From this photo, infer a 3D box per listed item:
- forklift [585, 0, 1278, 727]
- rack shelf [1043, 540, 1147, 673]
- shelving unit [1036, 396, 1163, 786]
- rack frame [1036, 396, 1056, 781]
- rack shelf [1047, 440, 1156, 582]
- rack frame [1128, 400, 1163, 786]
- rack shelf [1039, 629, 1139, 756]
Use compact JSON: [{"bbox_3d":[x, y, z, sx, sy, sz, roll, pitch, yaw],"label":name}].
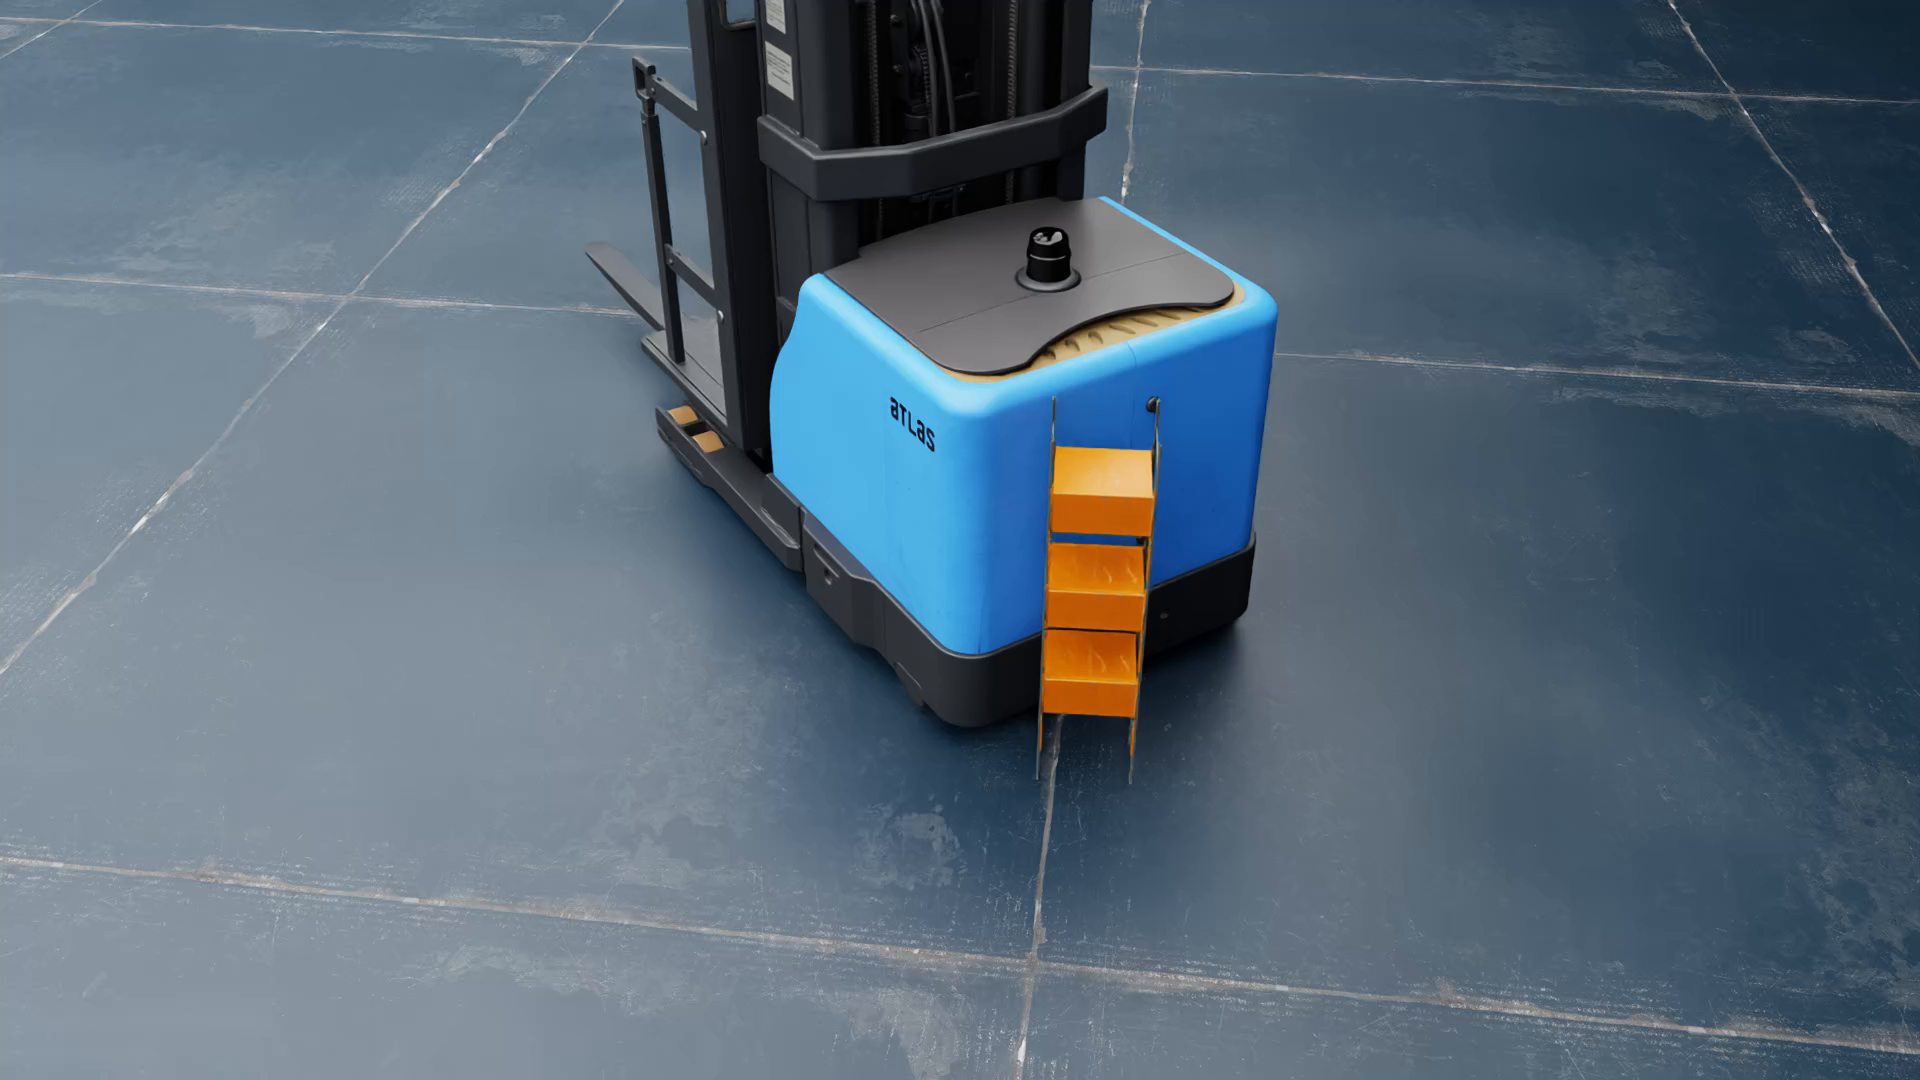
[{"bbox_3d":[-0.369,-1.517,4.853,1.130,2.935,3.031,-20,40,-26],"label":"forklift"},{"bbox_3d":[0.335,0.160,4.138,0.240,0.259,0.215,3,36,3],"label":"rack shelf"},{"bbox_3d":[0.335,0.152,4.132,0.252,1.050,0.215,3,36,3],"label":"shelving unit"},{"bbox_3d":[0.213,0.146,4.139,0.008,1.050,0.200,3,36,3],"label":"rack frame"},{"bbox_3d":[0.336,-0.070,3.973,0.240,0.259,0.215,3,36,3],"label":"rack shelf"},{"bbox_3d":[0.456,0.158,4.125,0.008,1.050,0.200,3,36,3],"label":"rack frame"},{"bbox_3d":[0.333,0.386,4.300,0.240,0.259,0.215,3,36,3],"label":"rack shelf"}]
